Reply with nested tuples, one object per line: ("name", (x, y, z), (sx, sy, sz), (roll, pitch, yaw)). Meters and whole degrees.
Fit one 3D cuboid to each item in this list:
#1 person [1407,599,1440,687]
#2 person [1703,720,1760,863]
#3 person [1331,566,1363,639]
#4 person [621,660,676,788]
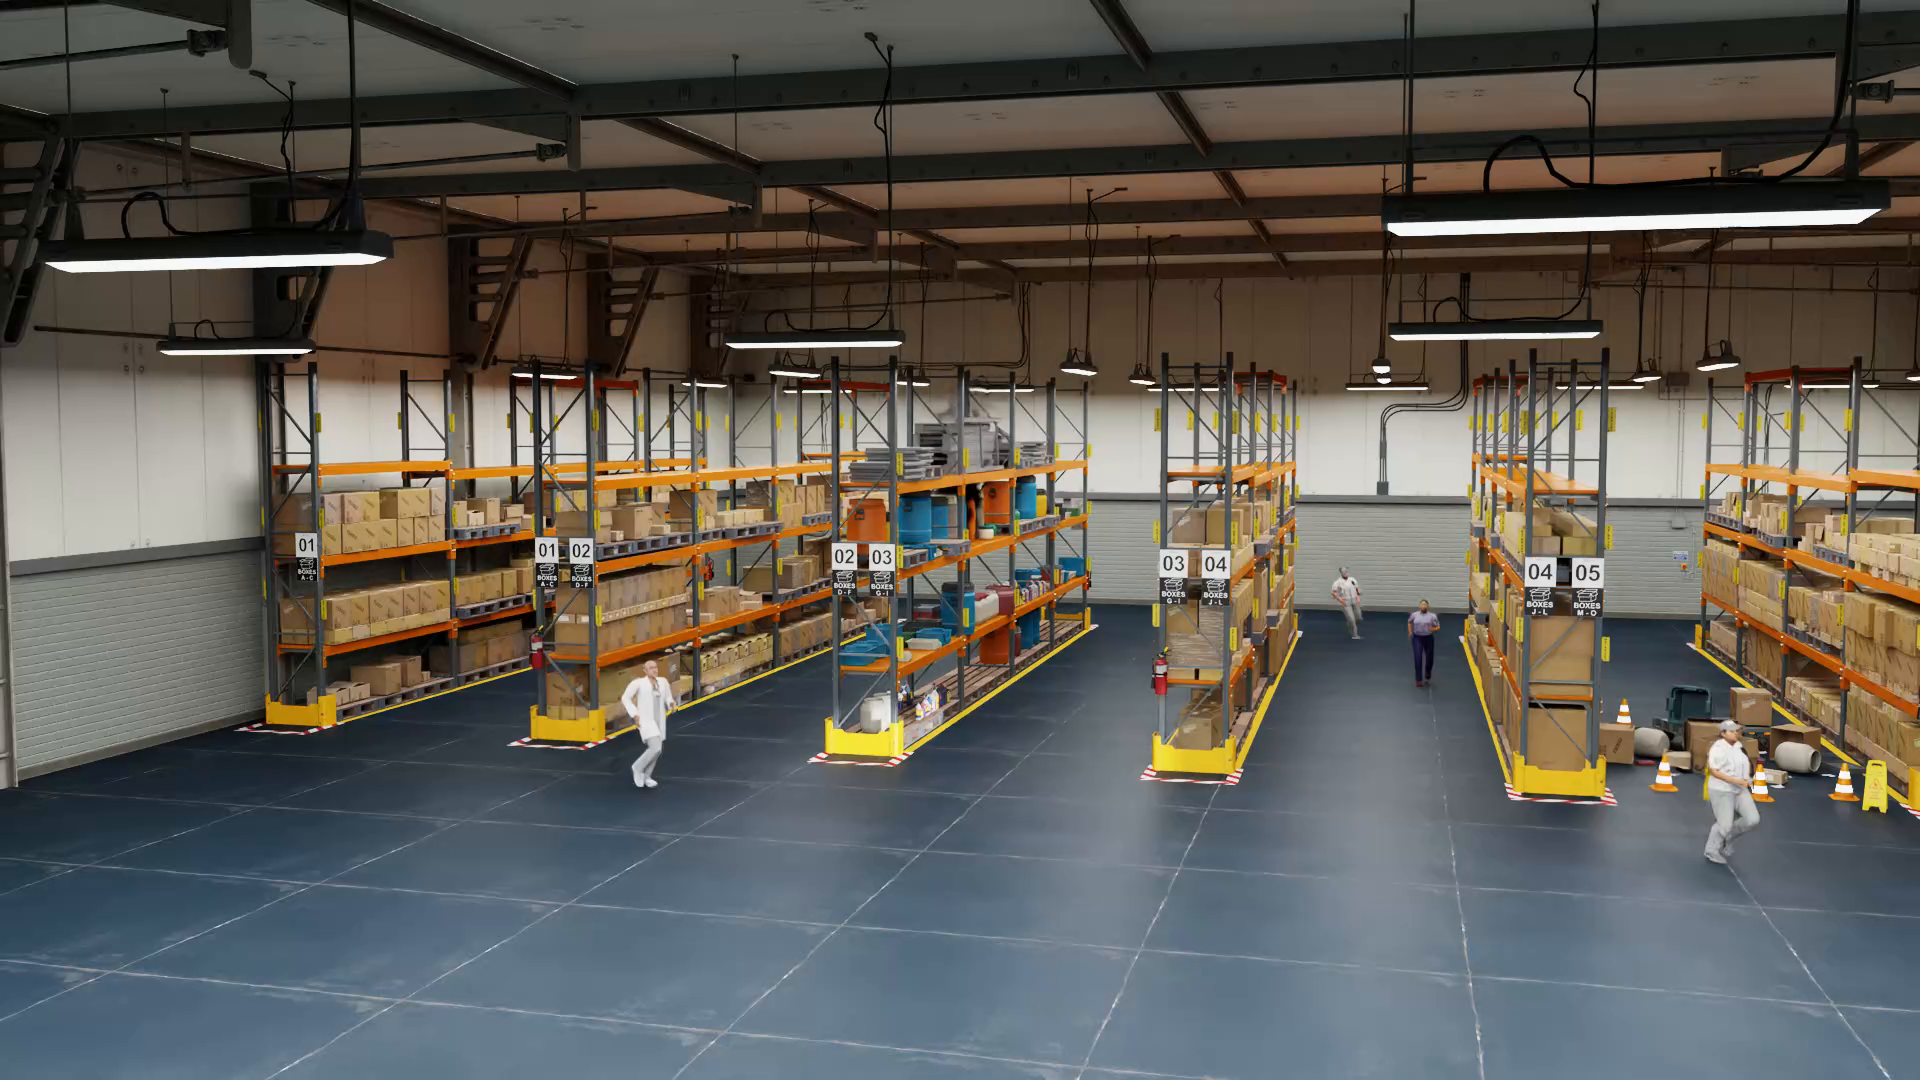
("person", (8.843, 1.946, 31.751), (0.615, 1.617, 0.899), (1, 4, 15))
("person", (8.779, 2.862, 18.883), (0.599, 1.635, 0.589), (-2, 4, -24))
("person", (8.963, 1.443, 38.588), (0.706, 1.700, 0.598), (-1, 4, -12))
("person", (-4.199, 2.521, 22.779), (0.671, 1.748, 0.668), (4, 6, 45))
